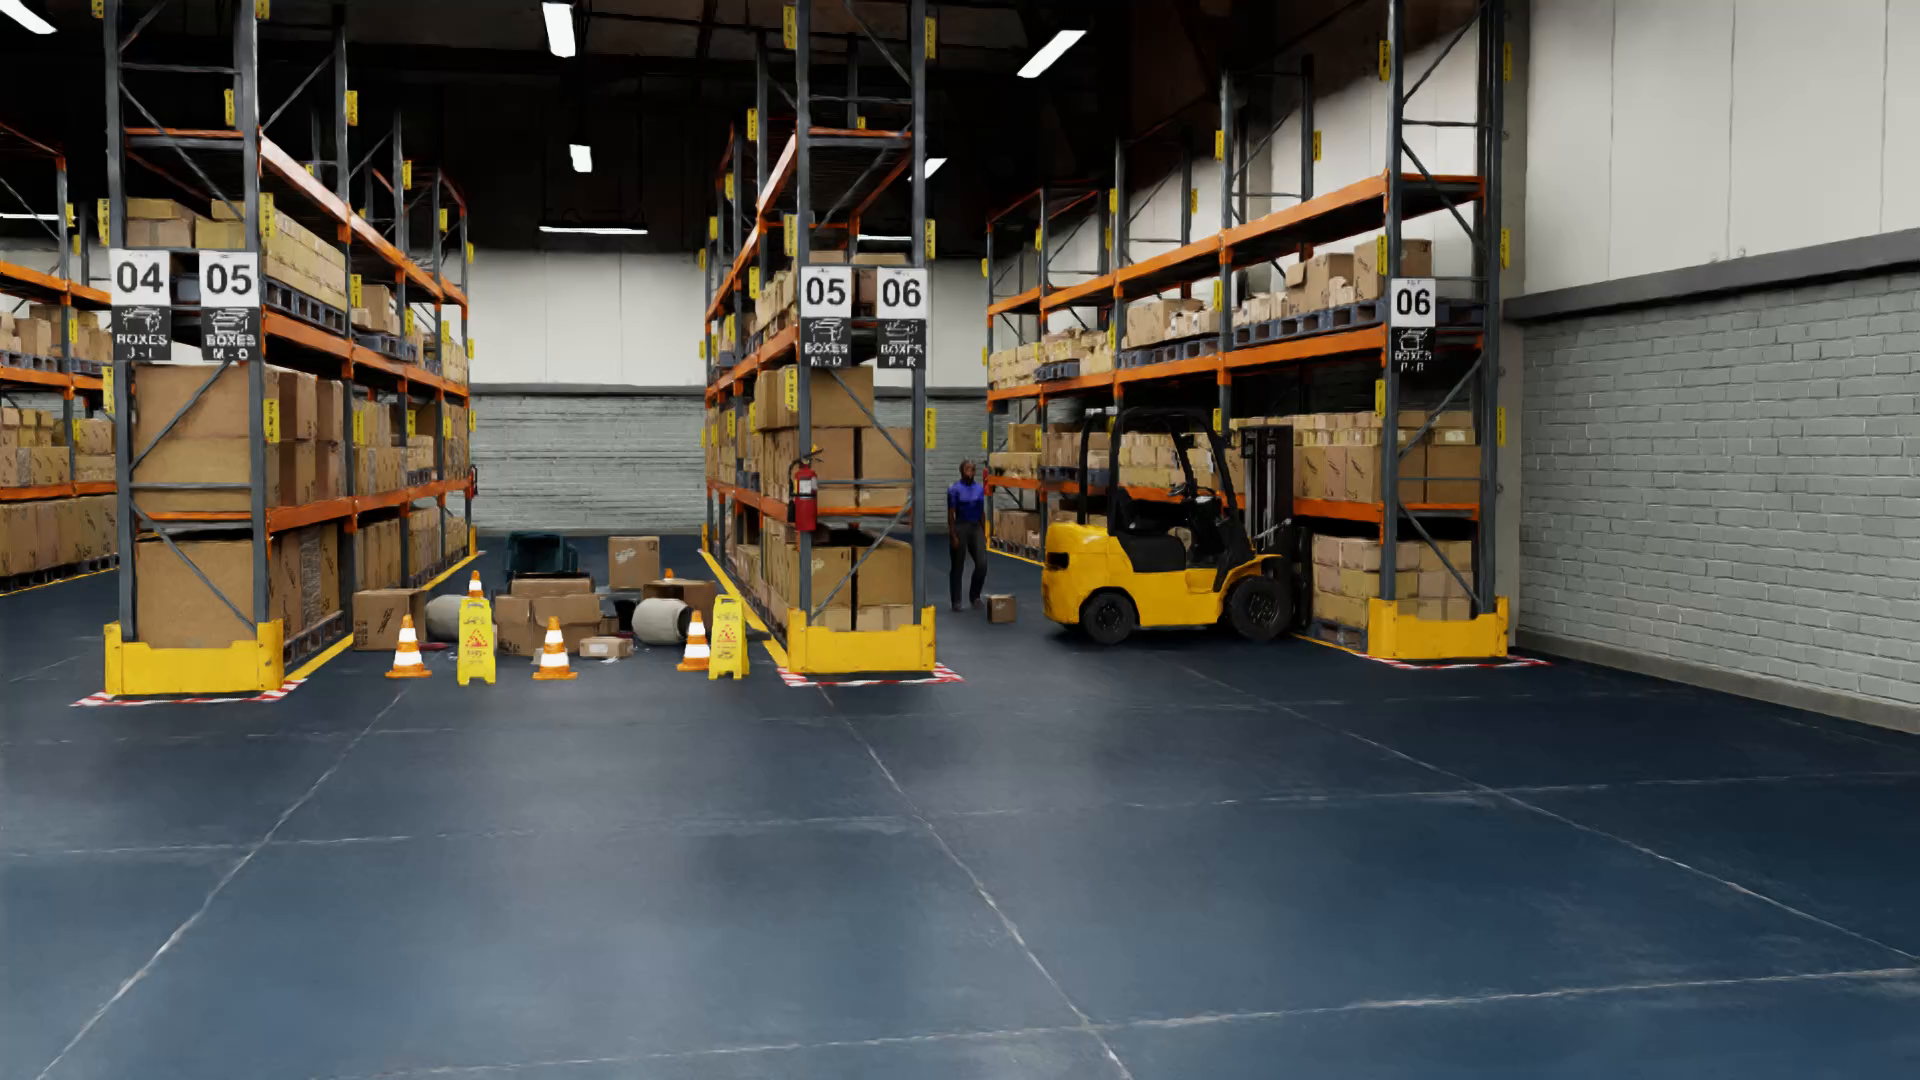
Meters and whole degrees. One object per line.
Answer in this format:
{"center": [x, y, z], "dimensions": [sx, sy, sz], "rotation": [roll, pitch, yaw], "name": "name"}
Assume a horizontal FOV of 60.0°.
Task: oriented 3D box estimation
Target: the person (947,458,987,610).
{"center": [0.087, -0.063, 18.098], "dimensions": [0.490, 1.652, 0.403], "rotation": [-1, 3, -24], "name": "person"}
